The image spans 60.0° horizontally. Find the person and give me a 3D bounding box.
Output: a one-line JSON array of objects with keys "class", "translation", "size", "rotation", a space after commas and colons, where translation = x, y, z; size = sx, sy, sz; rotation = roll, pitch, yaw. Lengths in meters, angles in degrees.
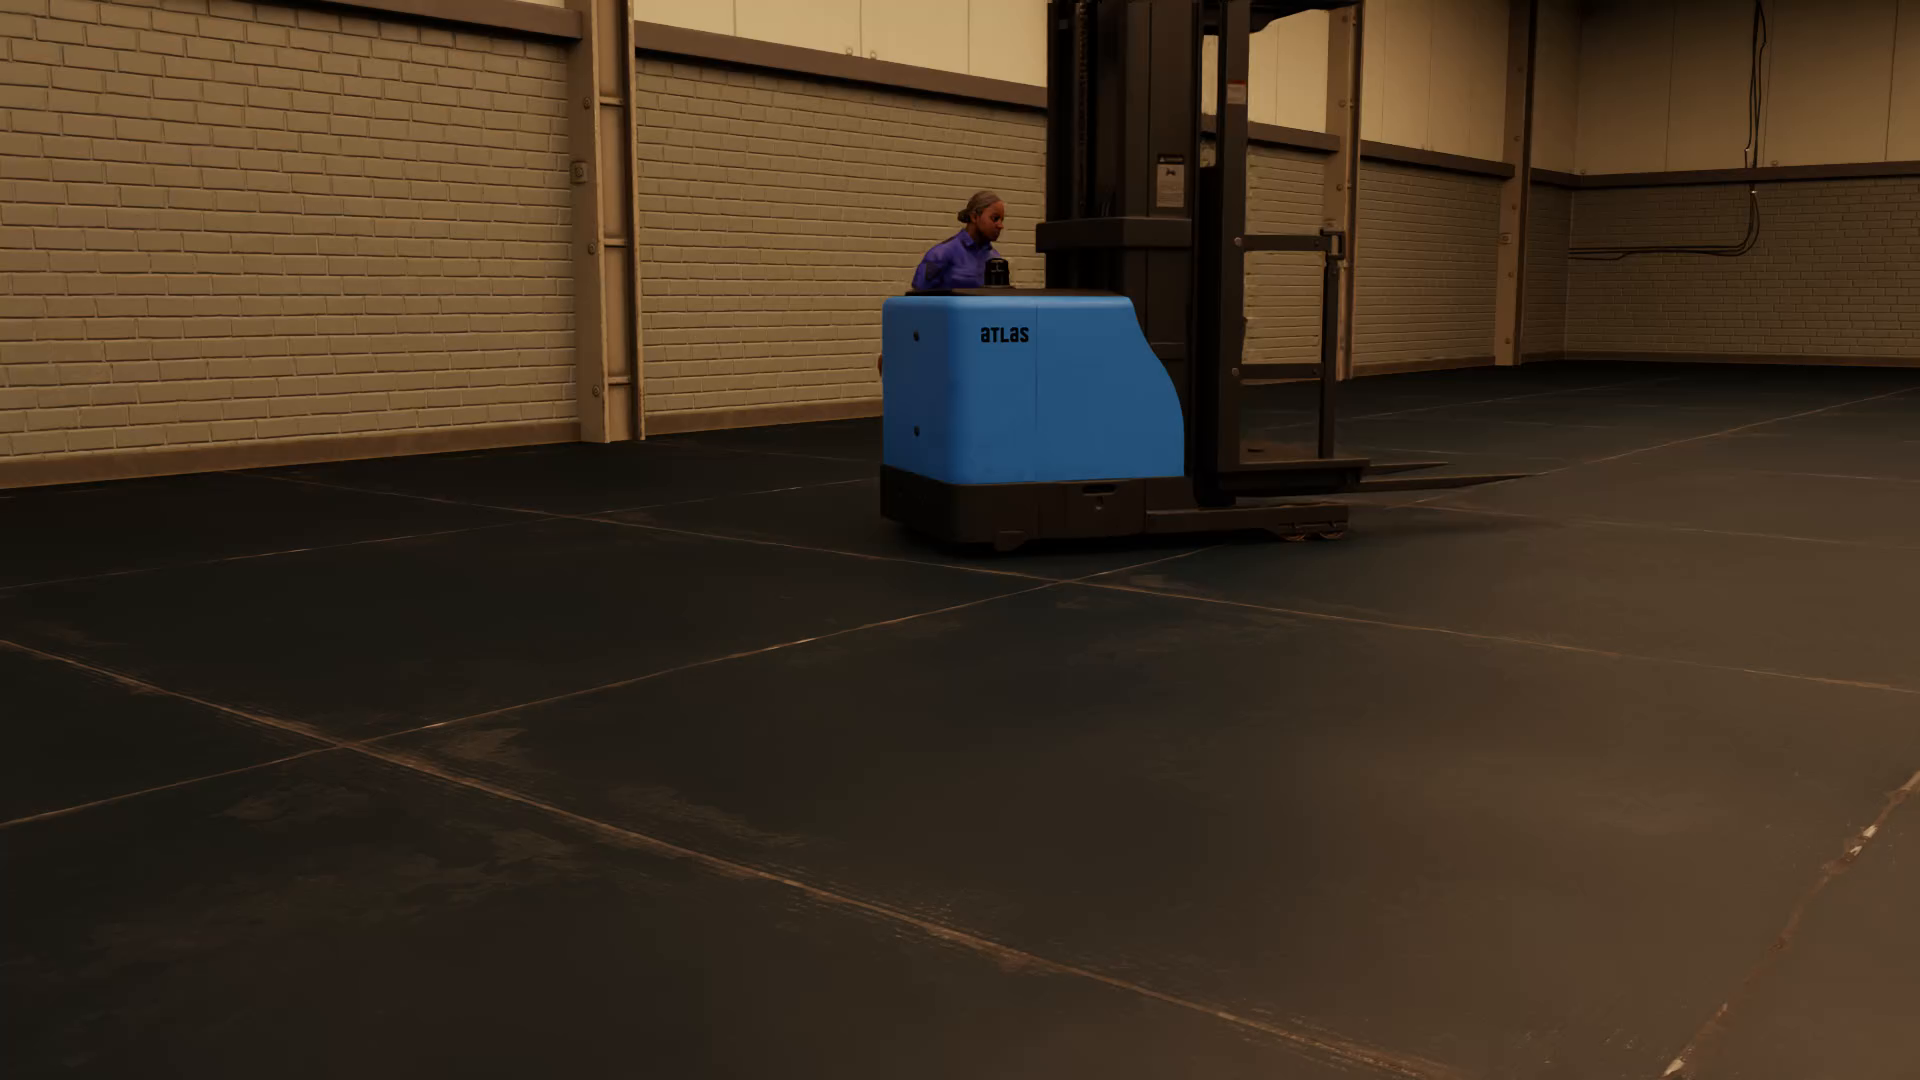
[{"class": "person", "translation": [-0.020, -0.892, 8.152], "size": [0.818, 1.614, 0.472], "rotation": [-5, 10, -30]}]

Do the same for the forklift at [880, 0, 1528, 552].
[{"class": "forklift", "translation": [1.204, -1.510, 7.599], "size": [3.031, 2.935, 1.130], "rotation": [-3, 9, -20]}]
